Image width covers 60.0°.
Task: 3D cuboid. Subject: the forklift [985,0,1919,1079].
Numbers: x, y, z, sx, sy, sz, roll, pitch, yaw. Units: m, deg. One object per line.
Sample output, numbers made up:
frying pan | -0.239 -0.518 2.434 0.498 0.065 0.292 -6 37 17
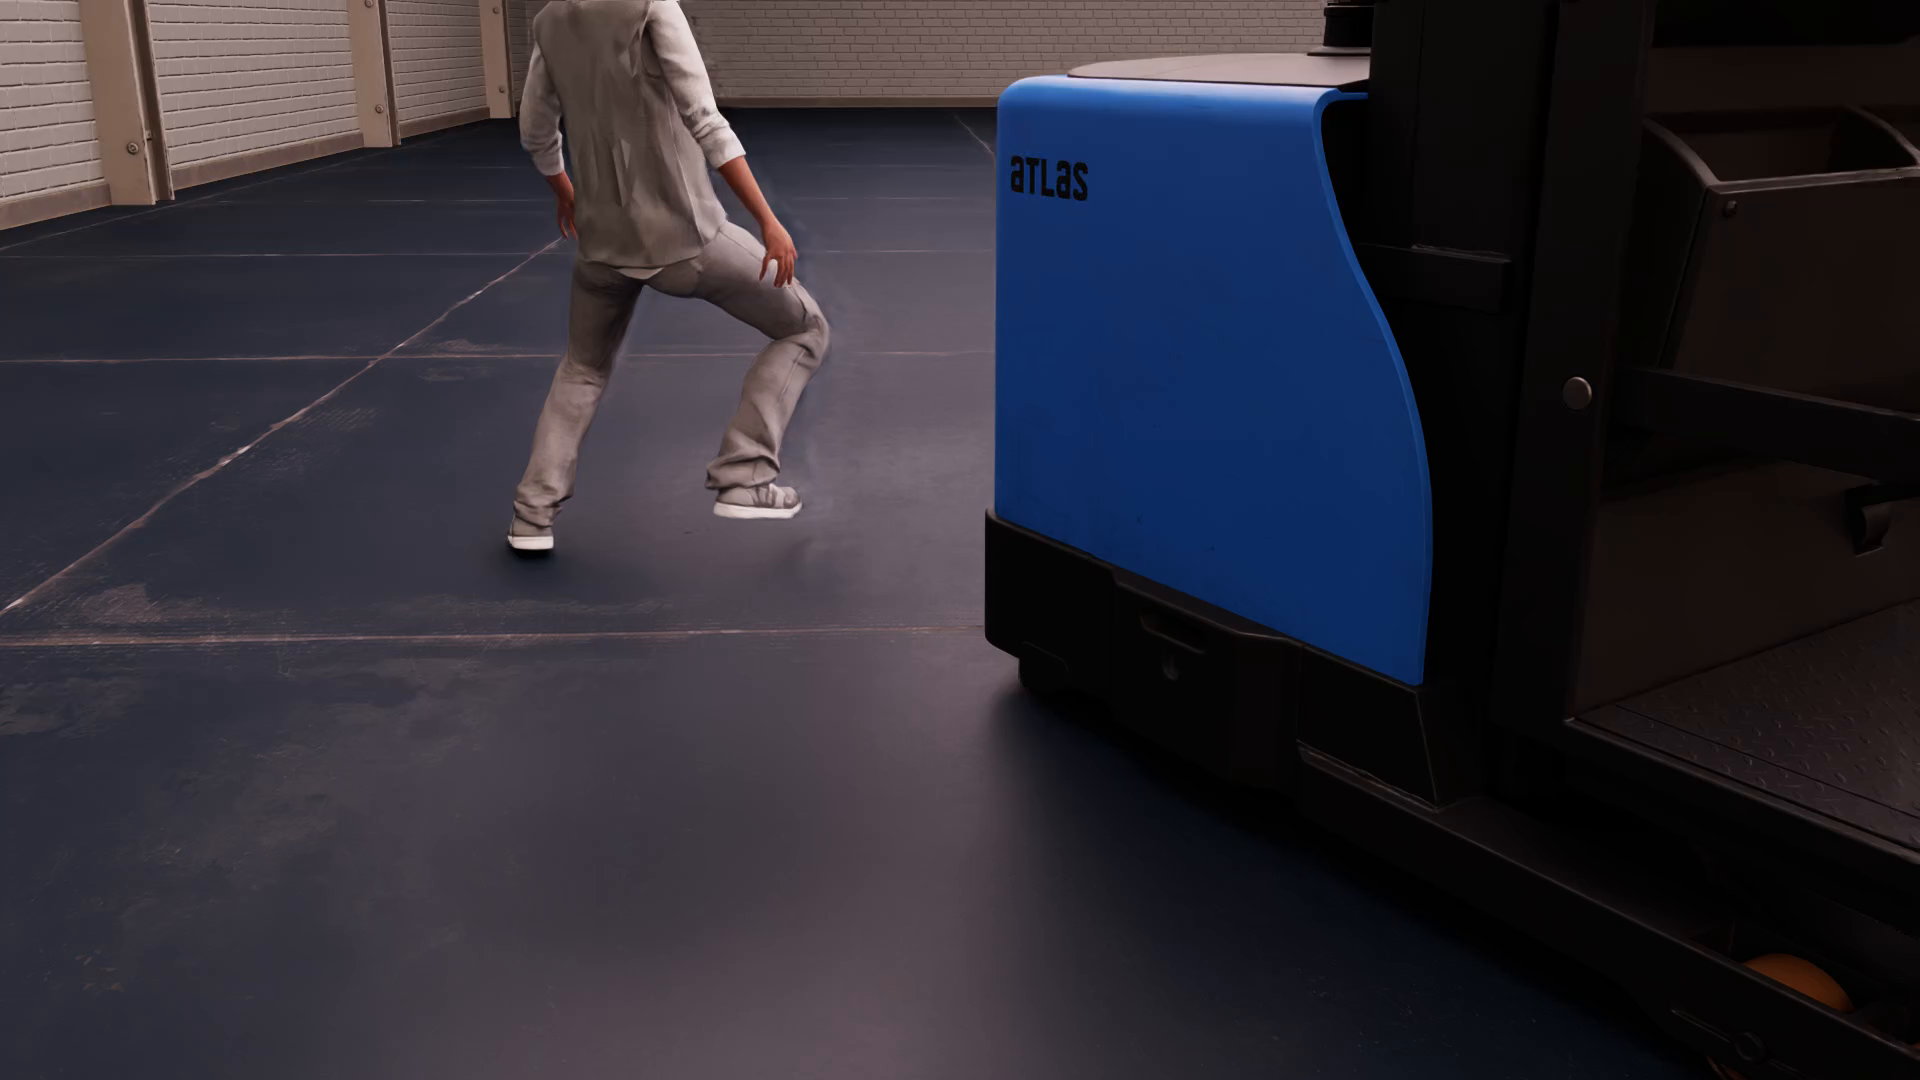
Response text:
forklift | 1.281 -0.881 1.786 1.130 2.935 3.031 -11 20 -32

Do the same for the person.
person | -0.700 -0.697 3.708 0.803 1.491 0.580 11 20 32
